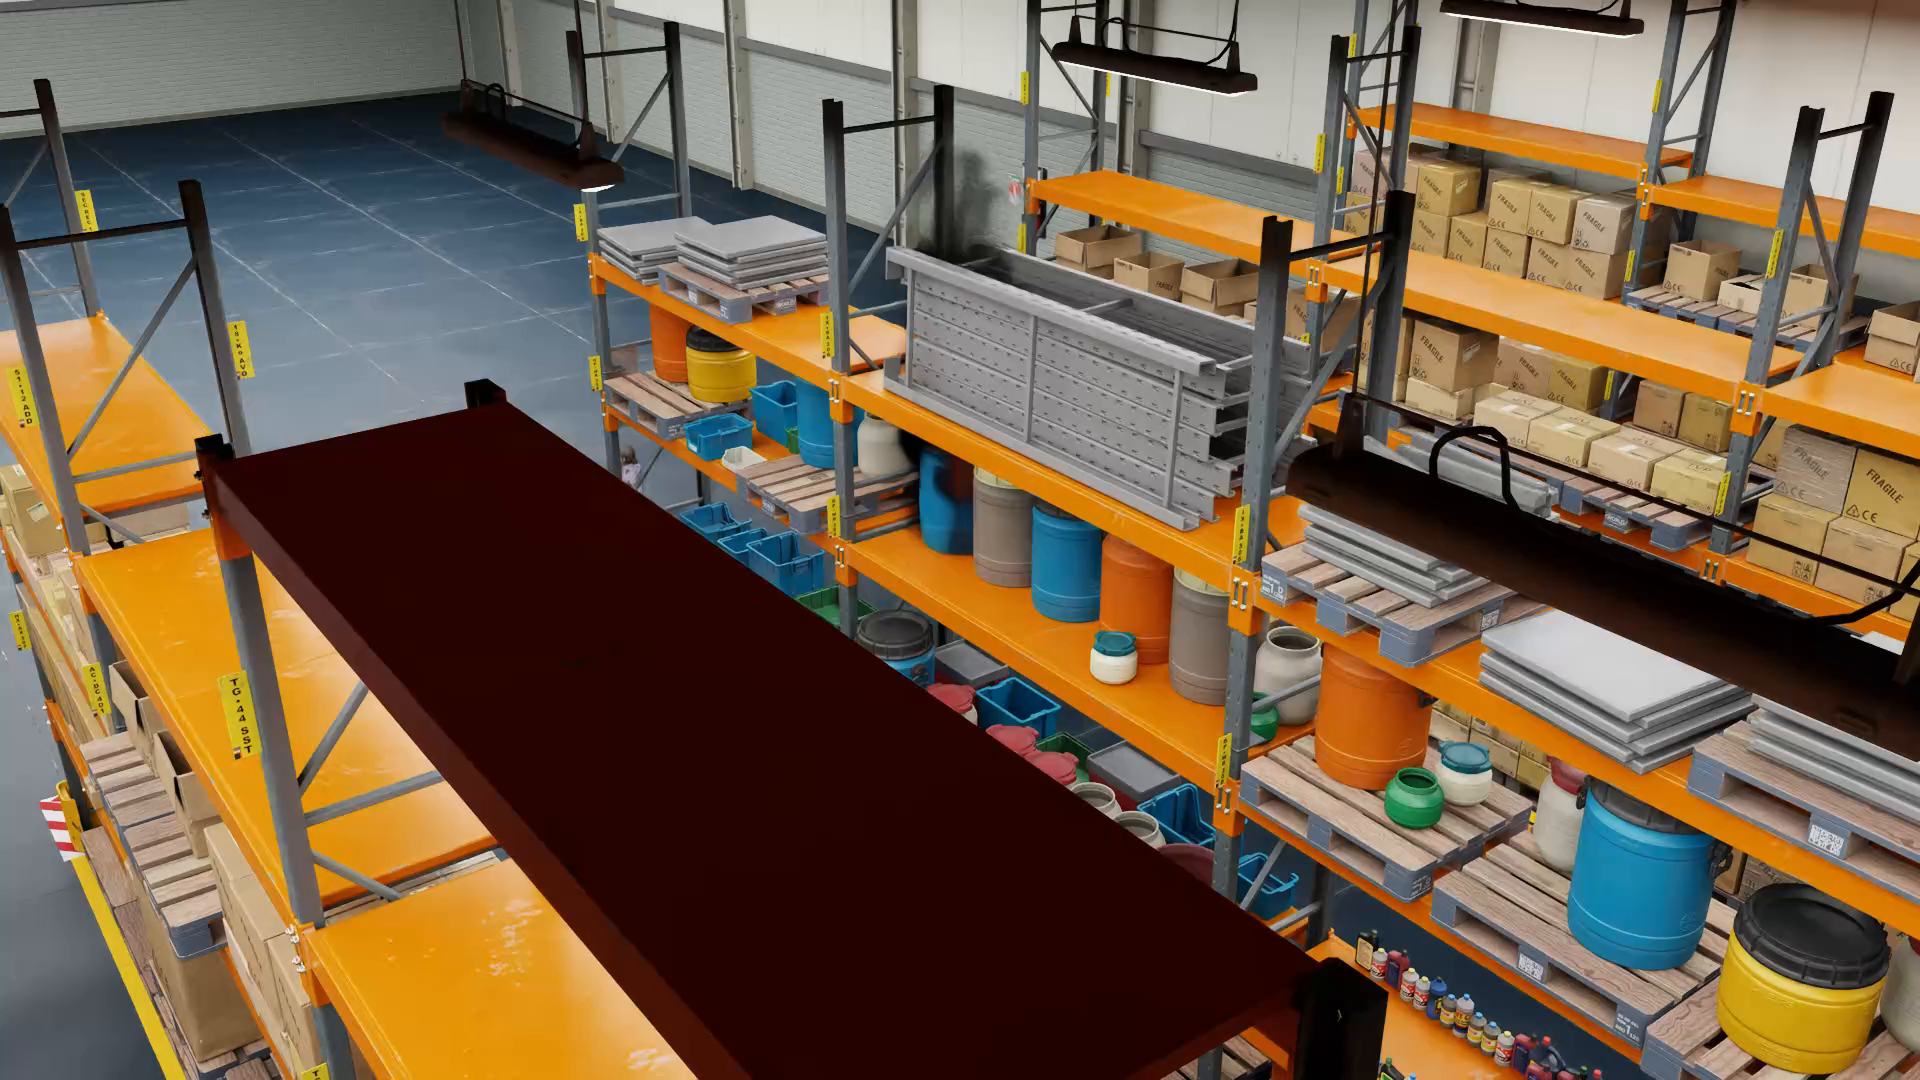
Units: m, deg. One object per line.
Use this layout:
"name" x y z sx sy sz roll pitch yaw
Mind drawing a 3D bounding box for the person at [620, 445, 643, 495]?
"person" -3.432 -0.210 17.496 0.790 1.695 0.611 2 25 5
